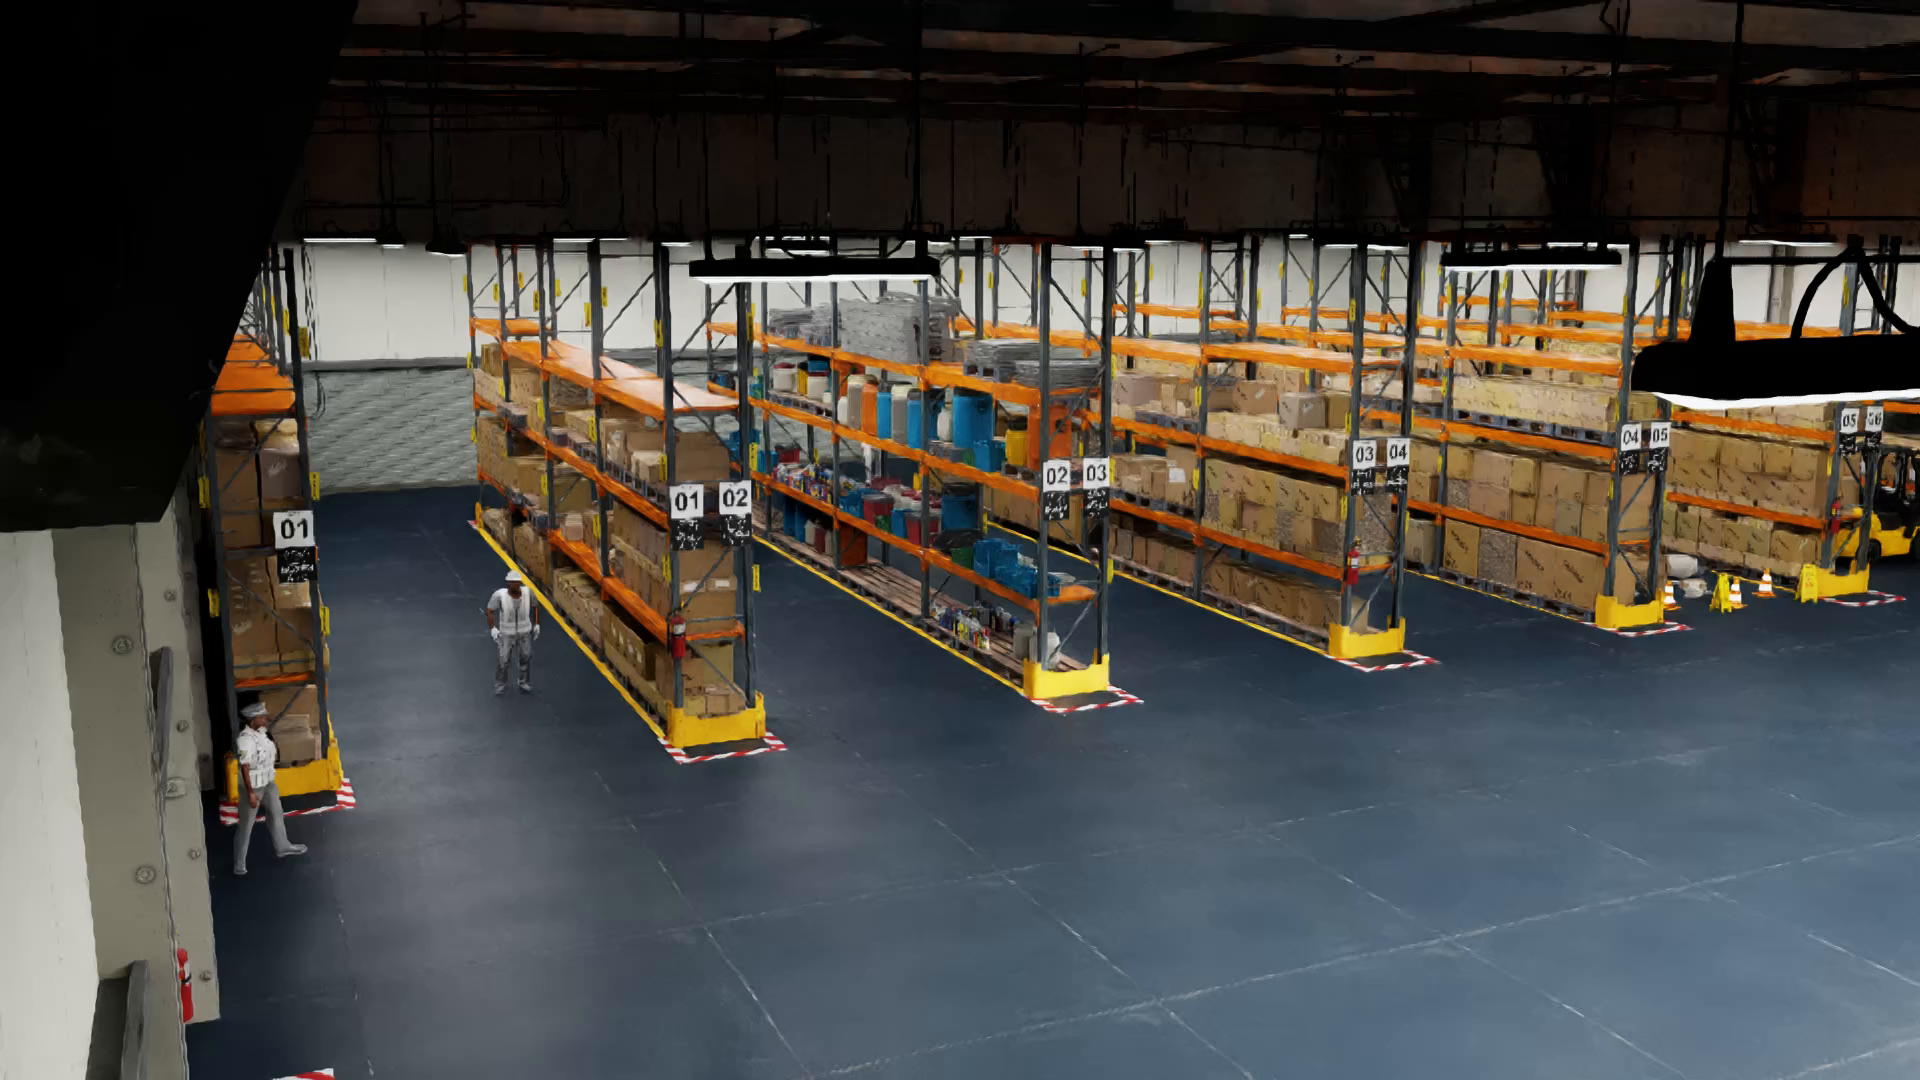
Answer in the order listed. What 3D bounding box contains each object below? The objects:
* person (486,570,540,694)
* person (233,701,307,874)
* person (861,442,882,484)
[{"bbox_3d":[-5.972,1.228,22.286,0.702,1.735,0.548,-5,12,-26],"label":"person"},{"bbox_3d":[-6.890,2.388,16.366,0.522,1.675,0.677,2,11,8],"label":"person"},{"bbox_3d":[-2.069,-2.240,40.171,0.634,1.722,1.044,-1,11,-4],"label":"person"}]
